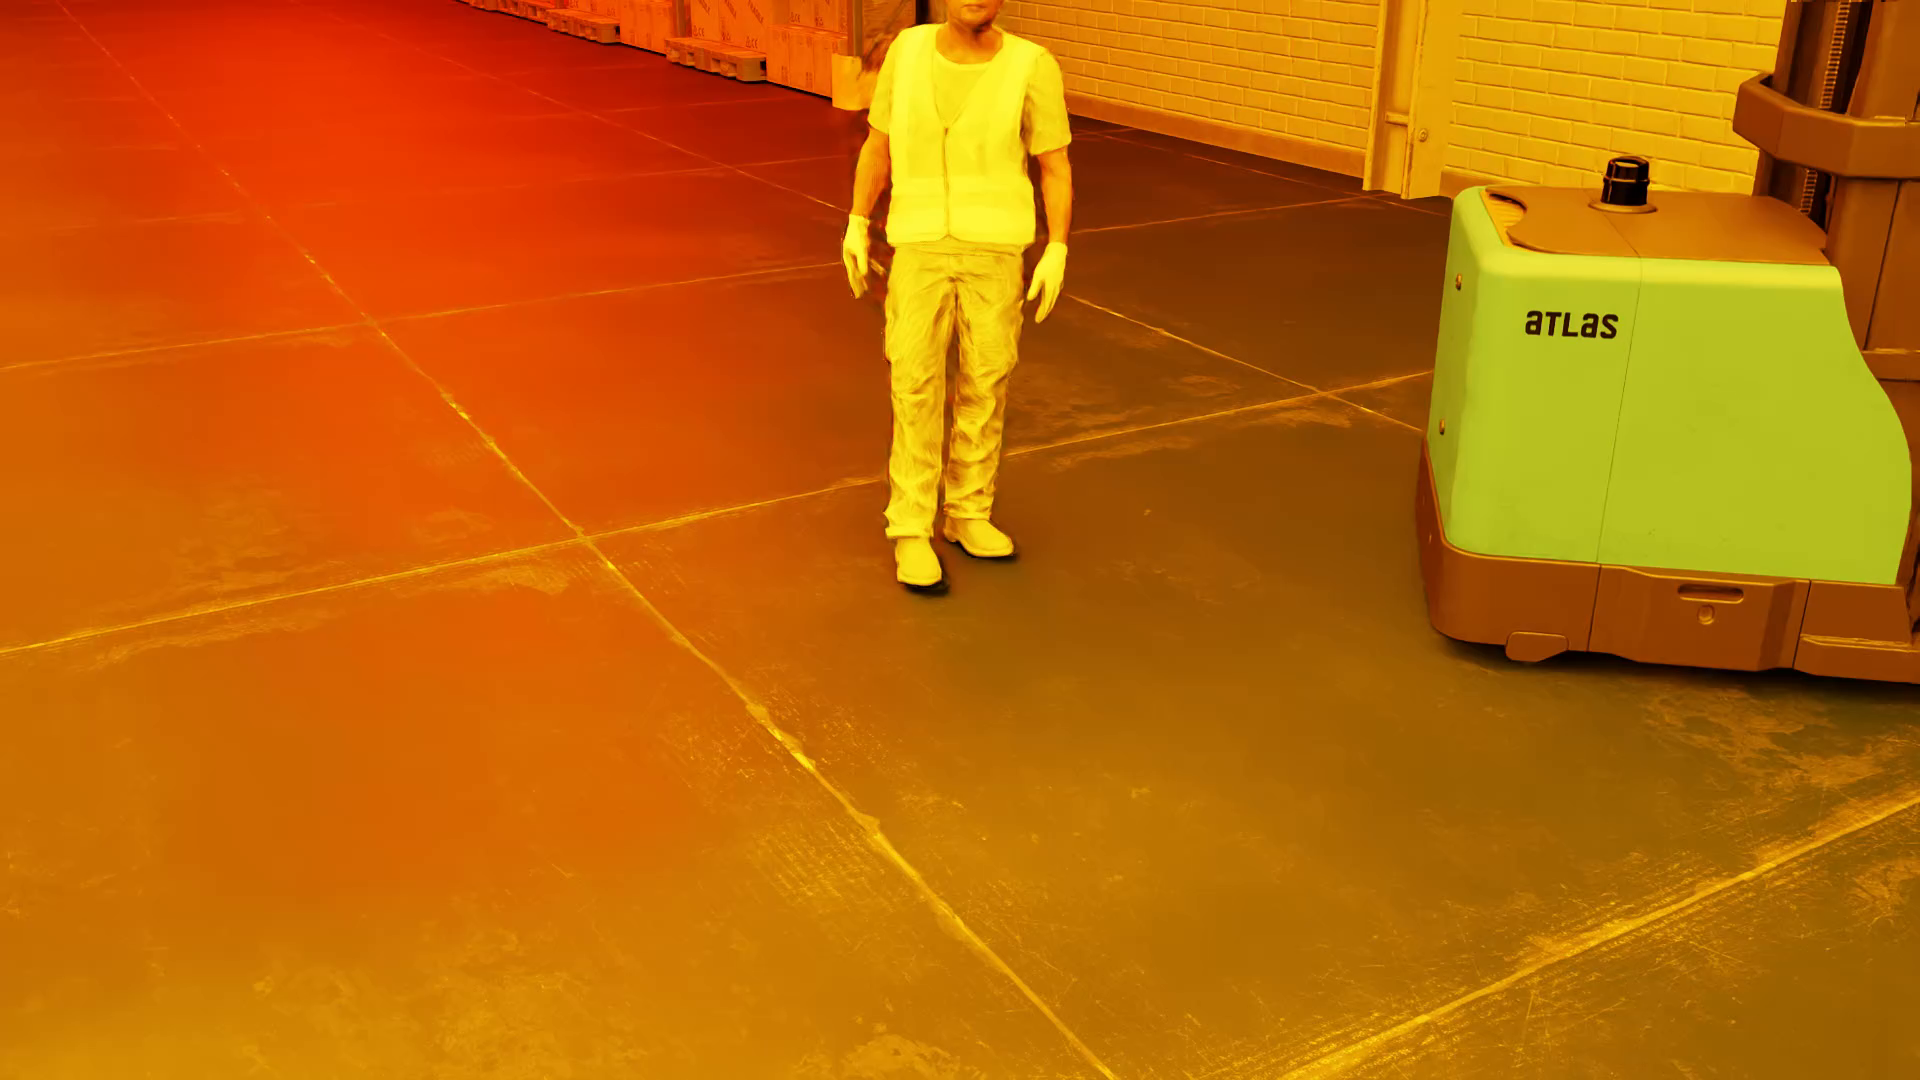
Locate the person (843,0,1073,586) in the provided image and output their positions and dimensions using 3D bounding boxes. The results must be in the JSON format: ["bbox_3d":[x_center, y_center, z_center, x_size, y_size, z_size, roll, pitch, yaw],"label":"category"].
[{"bbox_3d":[-0.032,-0.784,4.681,0.651,1.782,0.670,4,23,10],"label":"person"}]

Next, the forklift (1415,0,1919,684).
[{"bbox_3d":[2.818,-1.114,3.988,3.031,2.935,1.130,4,23,10],"label":"forklift"}]
